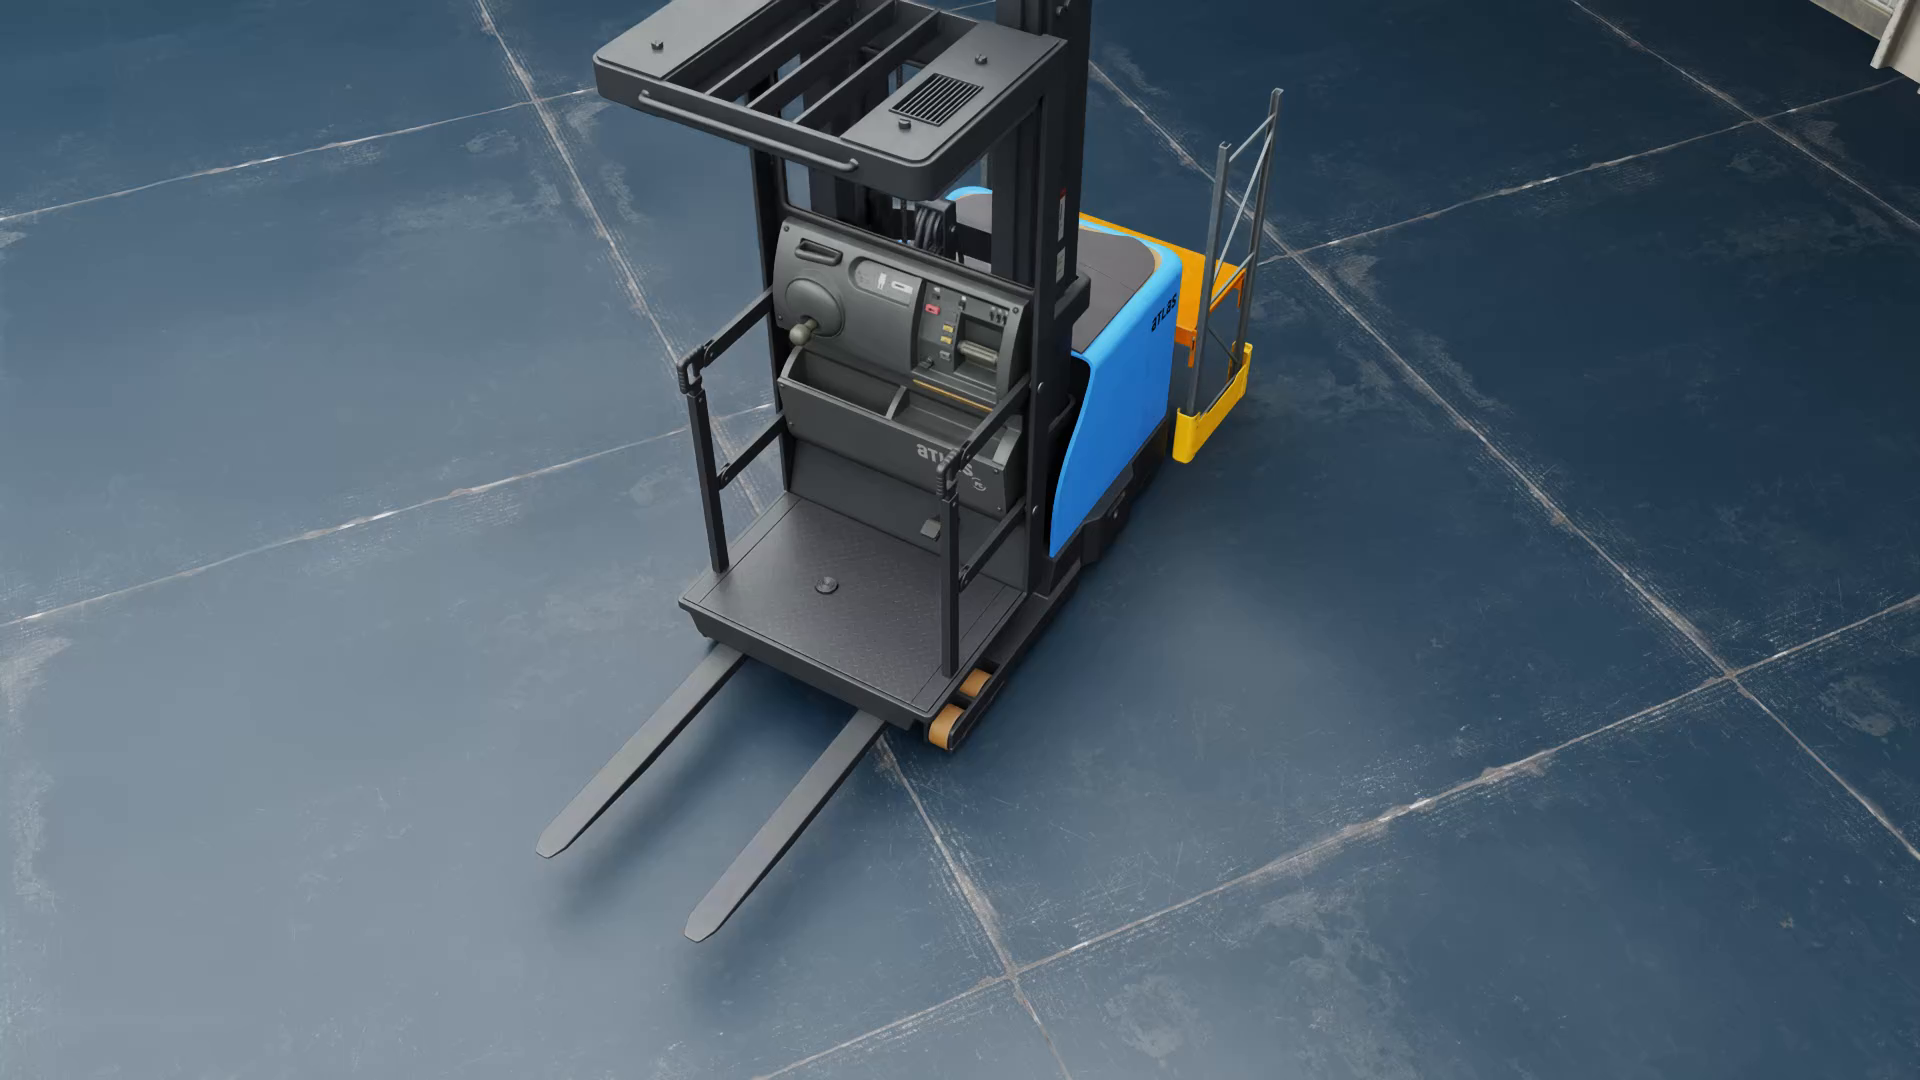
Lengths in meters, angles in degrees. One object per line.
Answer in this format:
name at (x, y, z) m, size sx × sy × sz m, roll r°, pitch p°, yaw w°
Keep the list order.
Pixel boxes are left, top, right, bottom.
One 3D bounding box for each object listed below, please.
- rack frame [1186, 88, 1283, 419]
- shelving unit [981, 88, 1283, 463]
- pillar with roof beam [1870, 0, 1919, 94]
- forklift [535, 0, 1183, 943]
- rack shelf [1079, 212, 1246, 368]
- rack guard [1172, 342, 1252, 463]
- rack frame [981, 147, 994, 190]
rack frame at (1.092, -1.045, 6.741) m, size 0.032 × 1.500 × 0.500 m, roll 24°, pitch 49°, yaw 22°
shelving unit at (0.670, -1.233, 6.932) m, size 1.083 × 1.500 × 0.587 m, roll 24°, pitch 49°, yaw 22°
pillar with roof beam at (1.516, -4.570, 4.975) m, size 9.100 × 9.000 × 0.400 m, roll -18°, pitch 47°, yaw -17°
forklift at (-0.322, -0.666, 5.338) m, size 1.130 × 2.935 × 3.031 m, roll 23°, pitch 49°, yaw 21°
rack shelf at (0.662, -1.108, 7.061) m, size 1.000 × 0.185 × 0.538 m, roll 24°, pitch 49°, yaw 22°
rack guard at (1.091, -0.601, 7.181) m, size 0.087 × 0.250 × 0.587 m, roll 24°, pitch 49°, yaw 22°
rack frame at (0.233, -1.428, 7.129) m, size 0.032 × 1.500 × 0.500 m, roll 24°, pitch 49°, yaw 22°
